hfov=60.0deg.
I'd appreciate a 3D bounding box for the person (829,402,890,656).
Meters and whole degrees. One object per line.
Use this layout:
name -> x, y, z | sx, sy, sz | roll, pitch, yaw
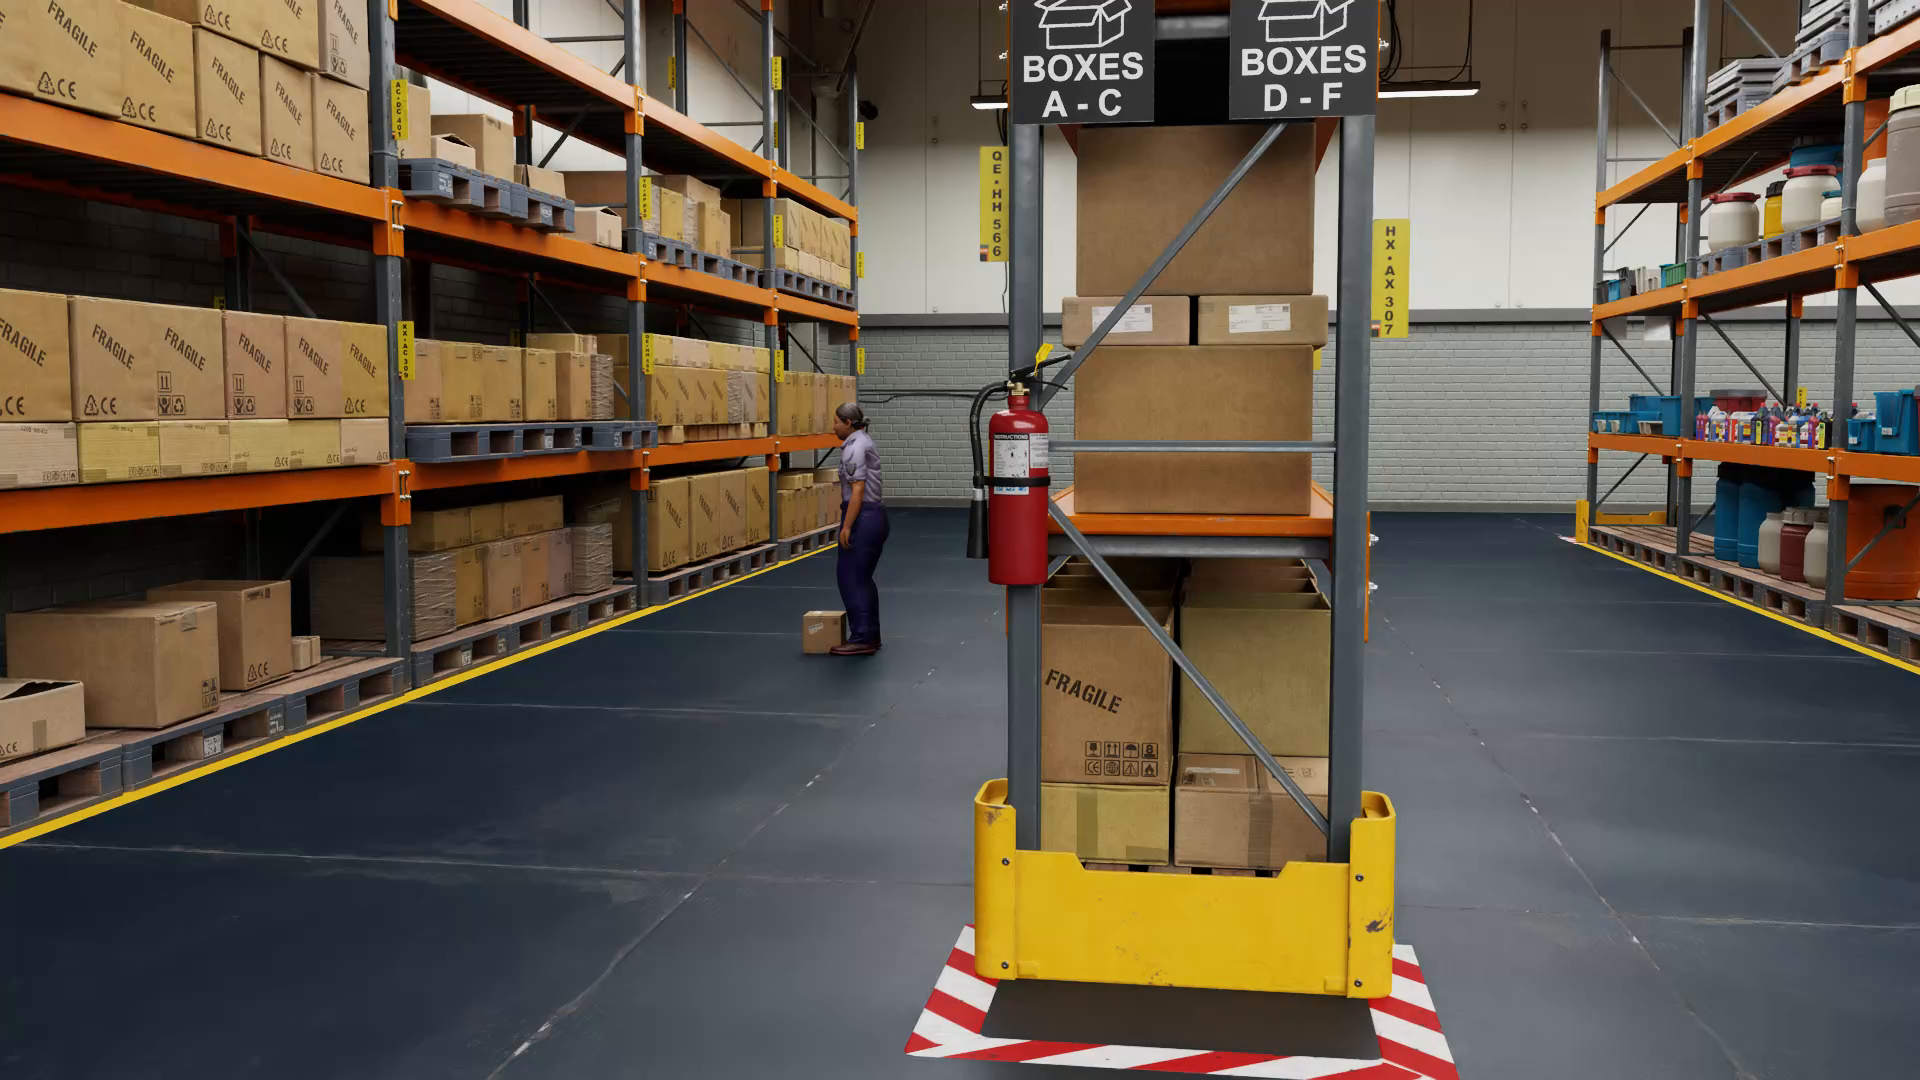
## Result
person -> -0.680, -0.083, 10.980 | 0.337, 1.652, 0.538 | 1, 5, 9
